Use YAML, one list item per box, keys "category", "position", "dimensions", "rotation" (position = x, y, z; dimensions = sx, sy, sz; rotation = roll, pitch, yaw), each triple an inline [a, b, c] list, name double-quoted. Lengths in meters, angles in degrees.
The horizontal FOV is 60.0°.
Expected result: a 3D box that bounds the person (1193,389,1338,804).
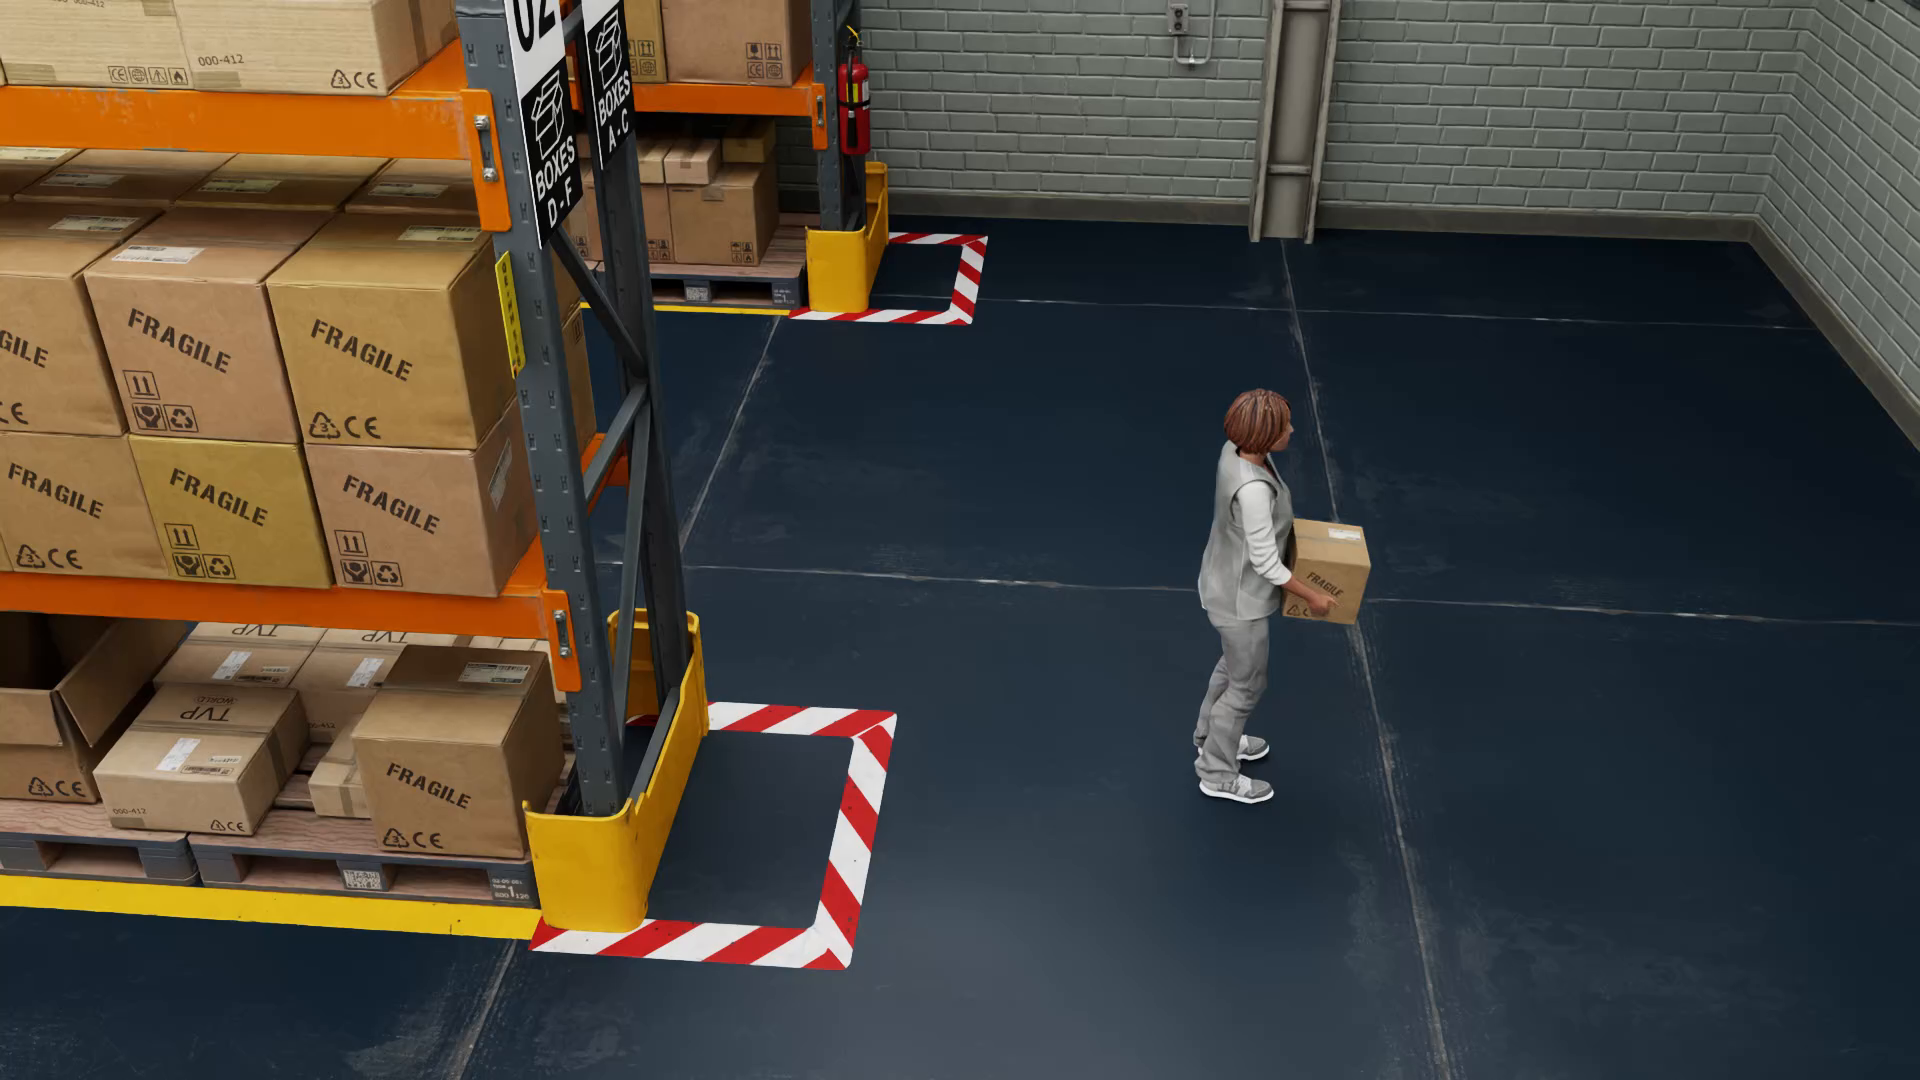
- category: "person"
  position: [1.071, 0.199, 5.830]
  dimensions: [0.471, 1.596, 0.438]
  rotation: [2, 32, 4]
